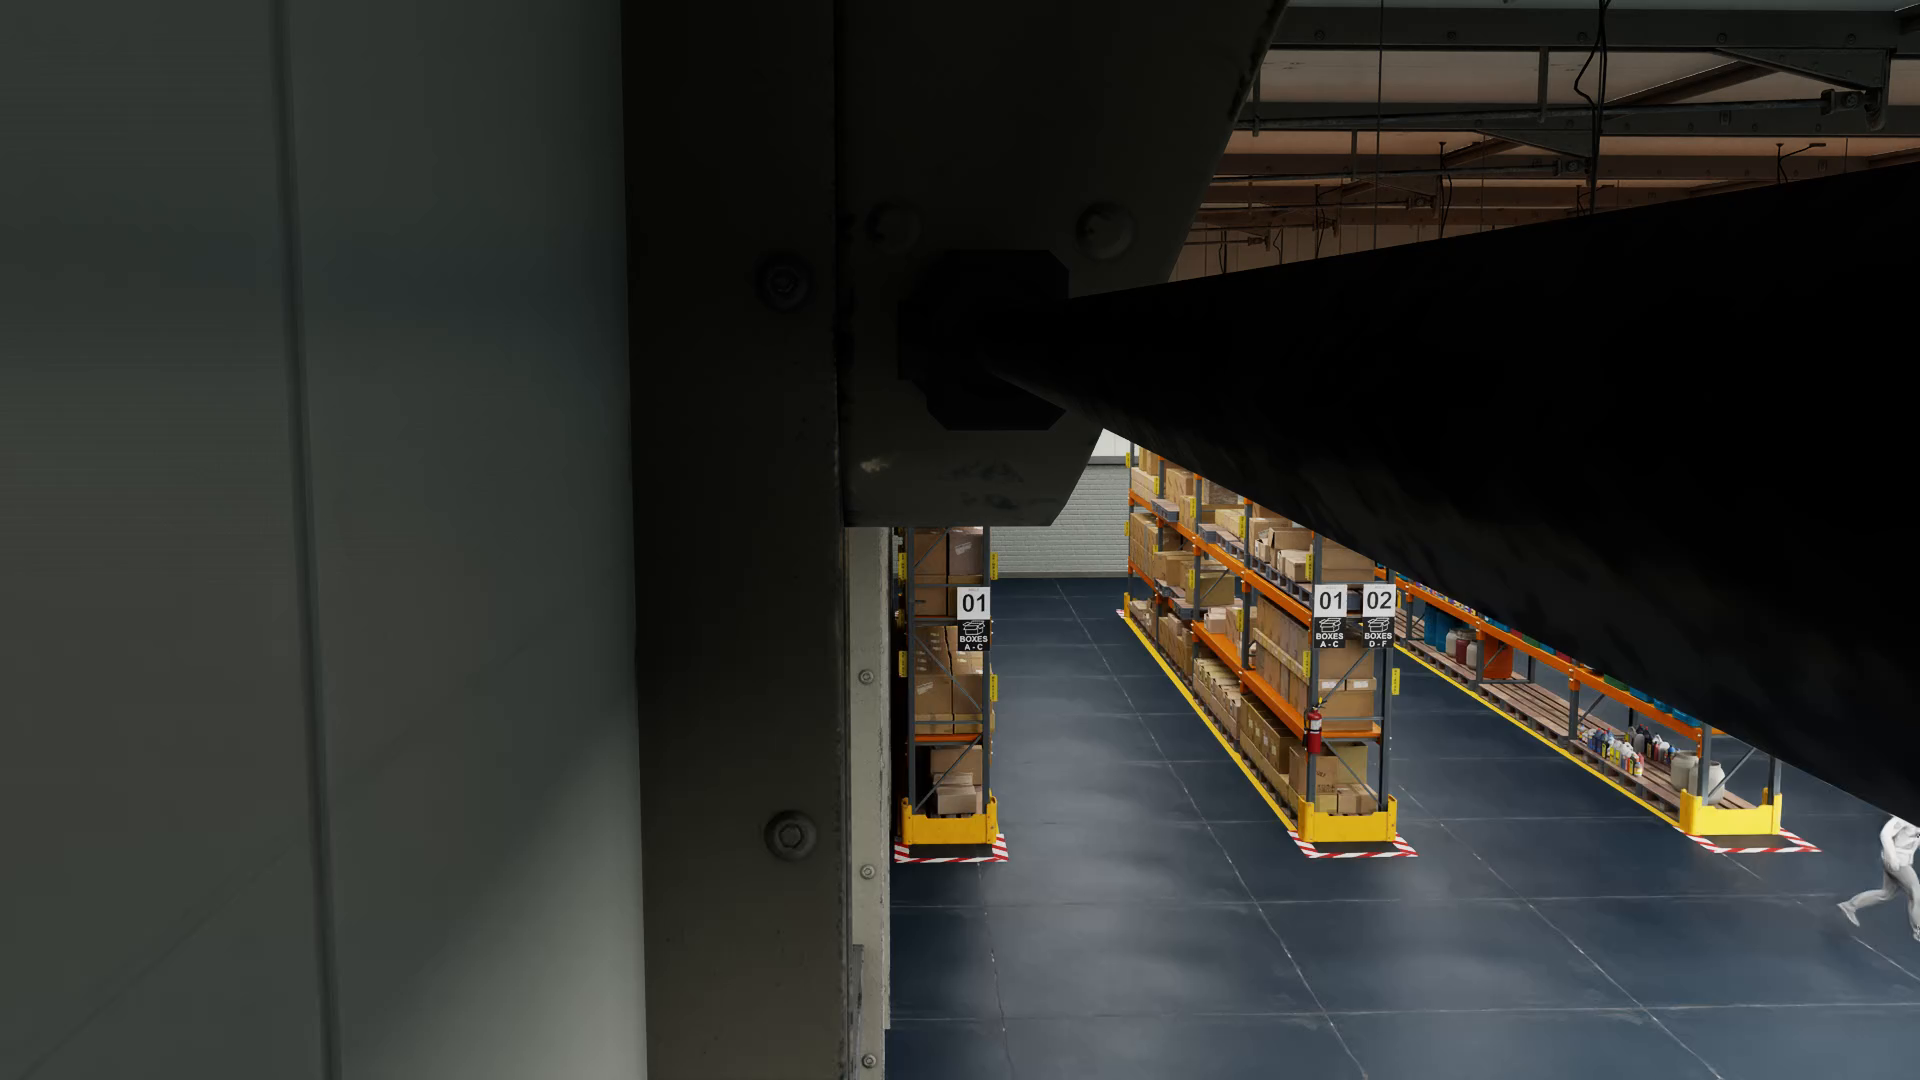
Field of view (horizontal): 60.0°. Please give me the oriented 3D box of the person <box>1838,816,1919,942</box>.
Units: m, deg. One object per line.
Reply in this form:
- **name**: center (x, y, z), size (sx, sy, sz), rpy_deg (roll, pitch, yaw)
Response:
- **person**: center (9.613, 3.320, 17.095), size (0.977, 1.693, 0.636), rpy_deg (4, 8, 27)
